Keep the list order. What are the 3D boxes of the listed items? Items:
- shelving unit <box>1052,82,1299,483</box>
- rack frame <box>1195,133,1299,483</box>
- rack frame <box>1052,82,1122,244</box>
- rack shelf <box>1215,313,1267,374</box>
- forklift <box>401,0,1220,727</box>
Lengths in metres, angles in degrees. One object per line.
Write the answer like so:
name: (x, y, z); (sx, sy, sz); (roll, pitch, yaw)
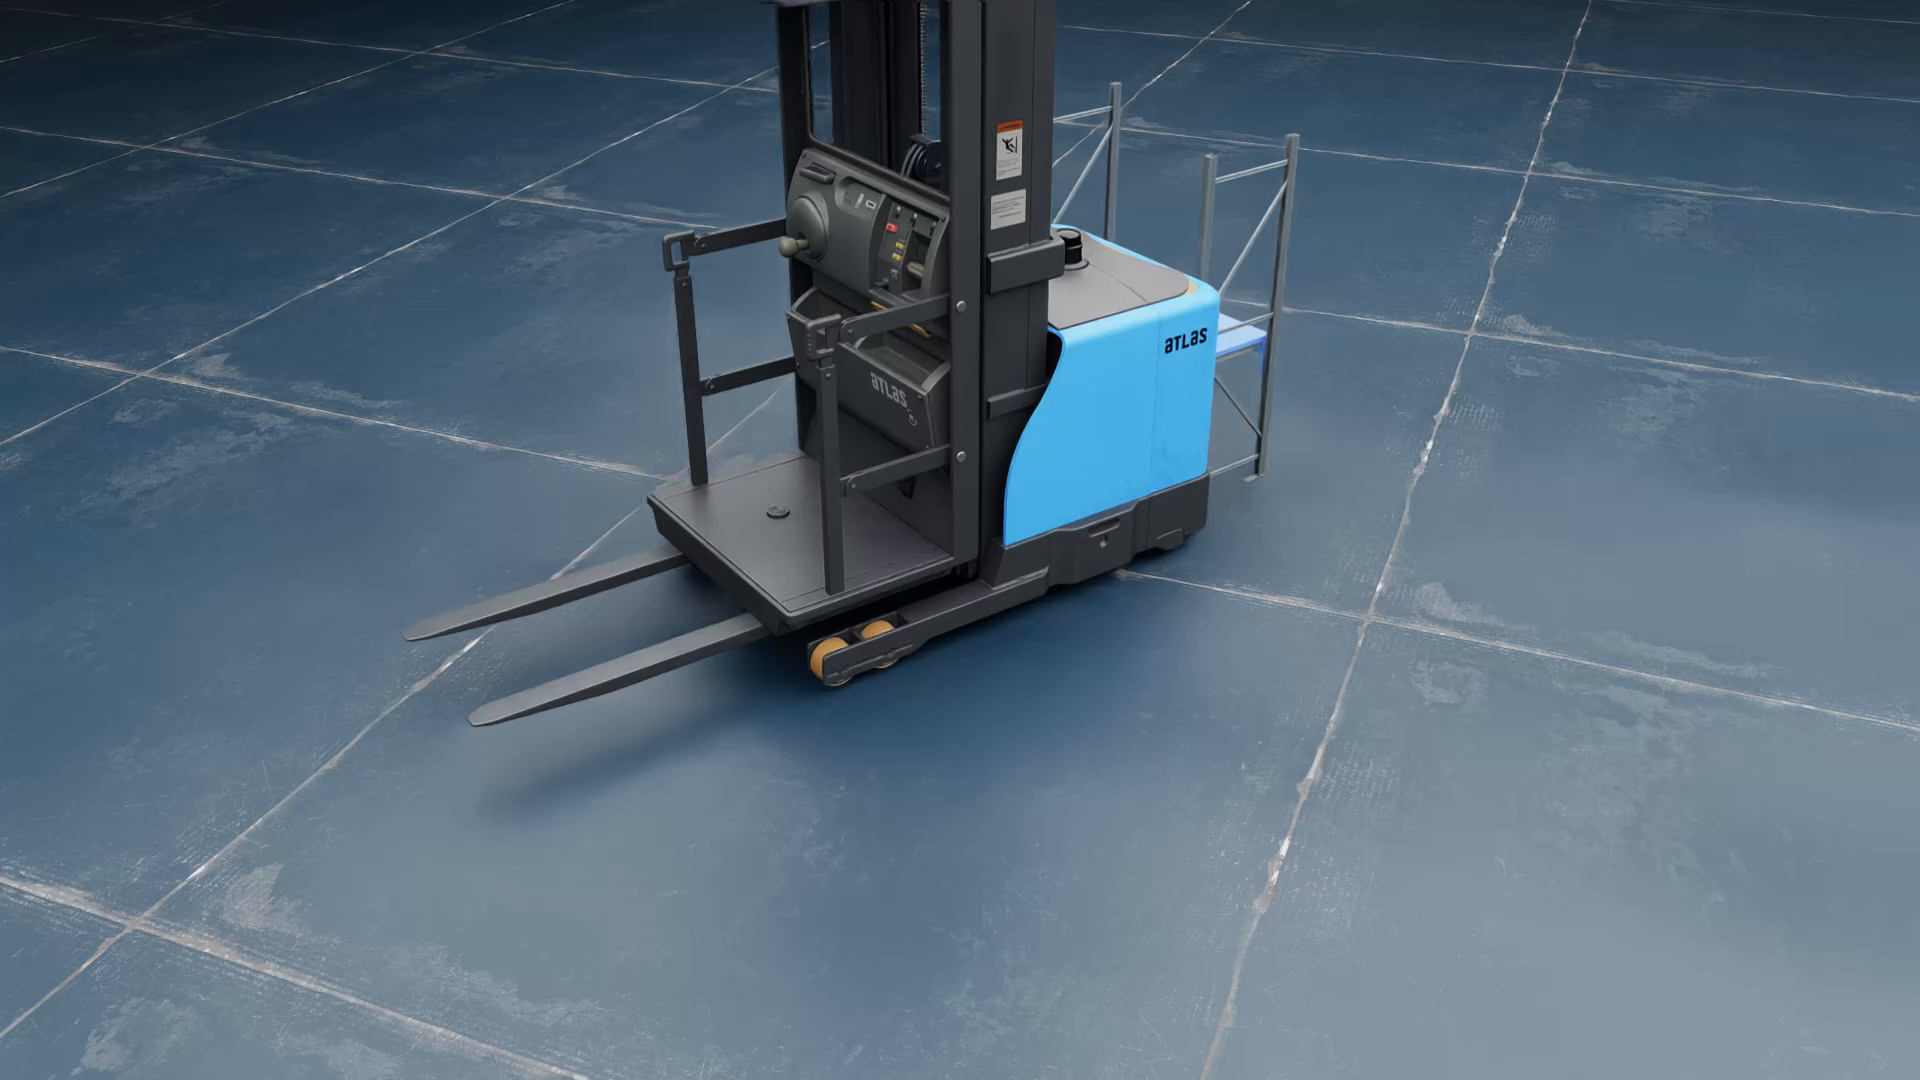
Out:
shelving unit: (0.809, -1.059, 7.099); (0.538, 1.500, 1.048); (-21, 36, -33)
rack frame: (1.122, -0.862, 6.751); (0.500, 1.500, 0.032); (-21, 36, -33)
rack frame: (0.495, -1.256, 7.447); (0.500, 1.500, 0.032); (-21, 36, -33)
rack shelf: (0.808, -0.902, 7.187); (0.538, 0.185, 1.000); (-21, 36, -33)
forklift: (-0.499, -1.059, 5.644); (3.031, 2.935, 1.130); (-19, 35, -30)
